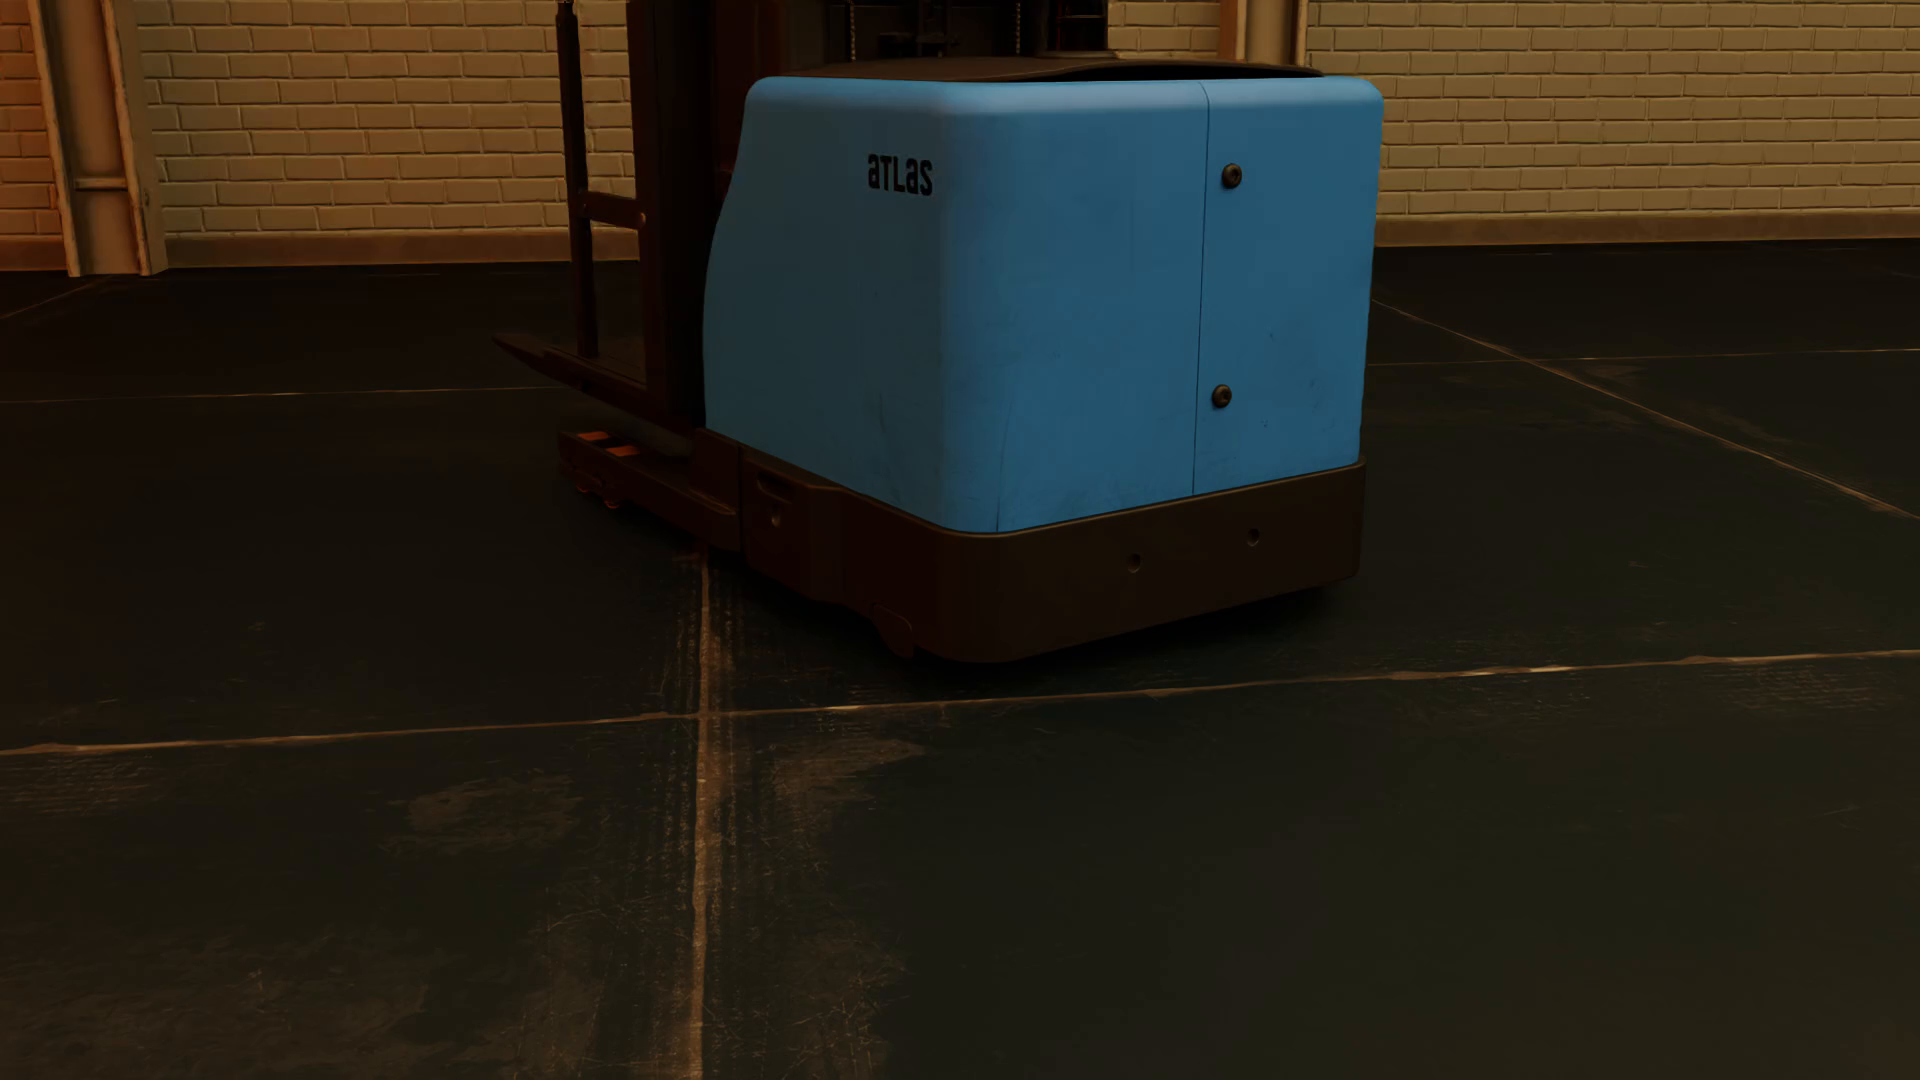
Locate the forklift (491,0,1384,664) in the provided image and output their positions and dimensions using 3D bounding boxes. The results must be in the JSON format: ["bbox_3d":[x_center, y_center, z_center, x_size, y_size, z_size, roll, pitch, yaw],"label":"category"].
[{"bbox_3d":[-0.398,-1.547,4.018,1.130,2.935,3.031,-11,20,-32],"label":"forklift"}]
